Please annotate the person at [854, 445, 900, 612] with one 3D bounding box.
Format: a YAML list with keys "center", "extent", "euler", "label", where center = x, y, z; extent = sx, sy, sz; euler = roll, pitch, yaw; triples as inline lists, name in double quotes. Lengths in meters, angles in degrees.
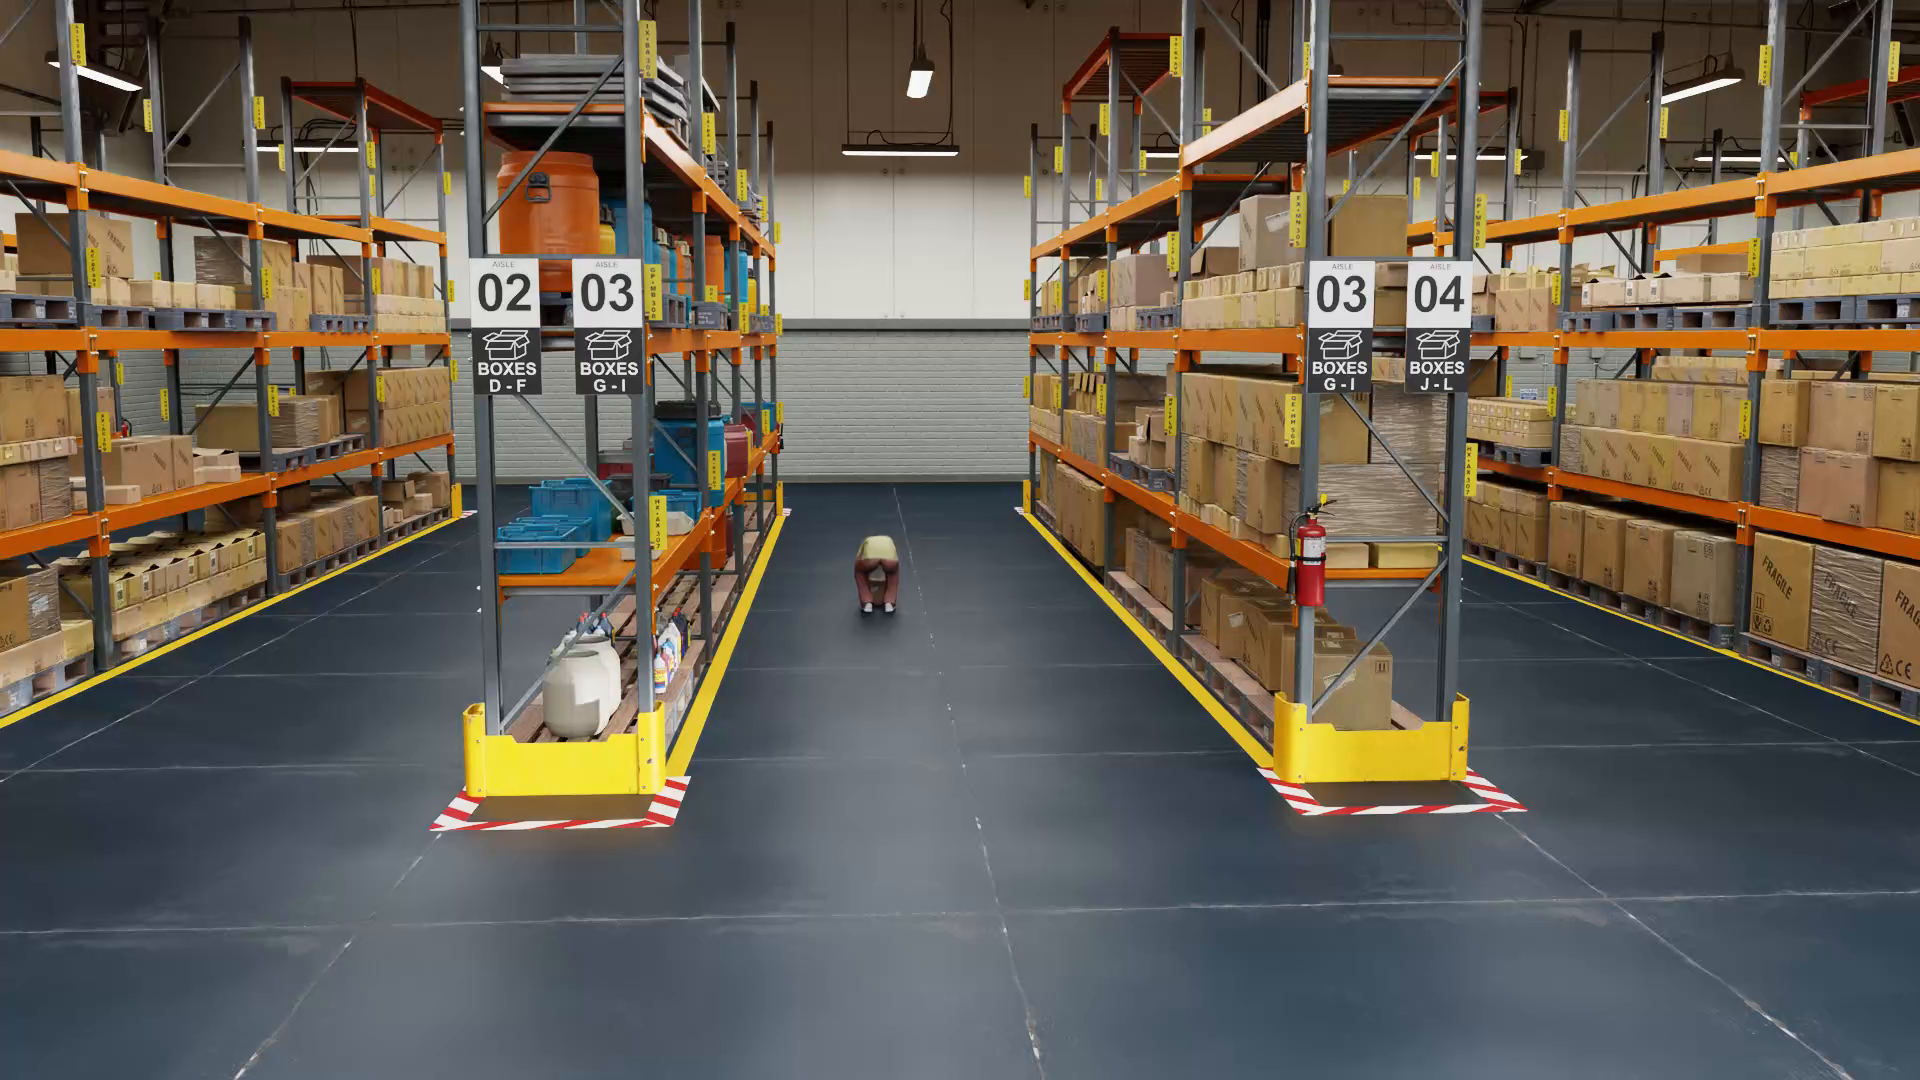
- center: [-0.836, -0.119, 16.728]
  extent: [0.462, 1.674, 0.484]
  euler: [-1, 7, -4]
  label: "person"
